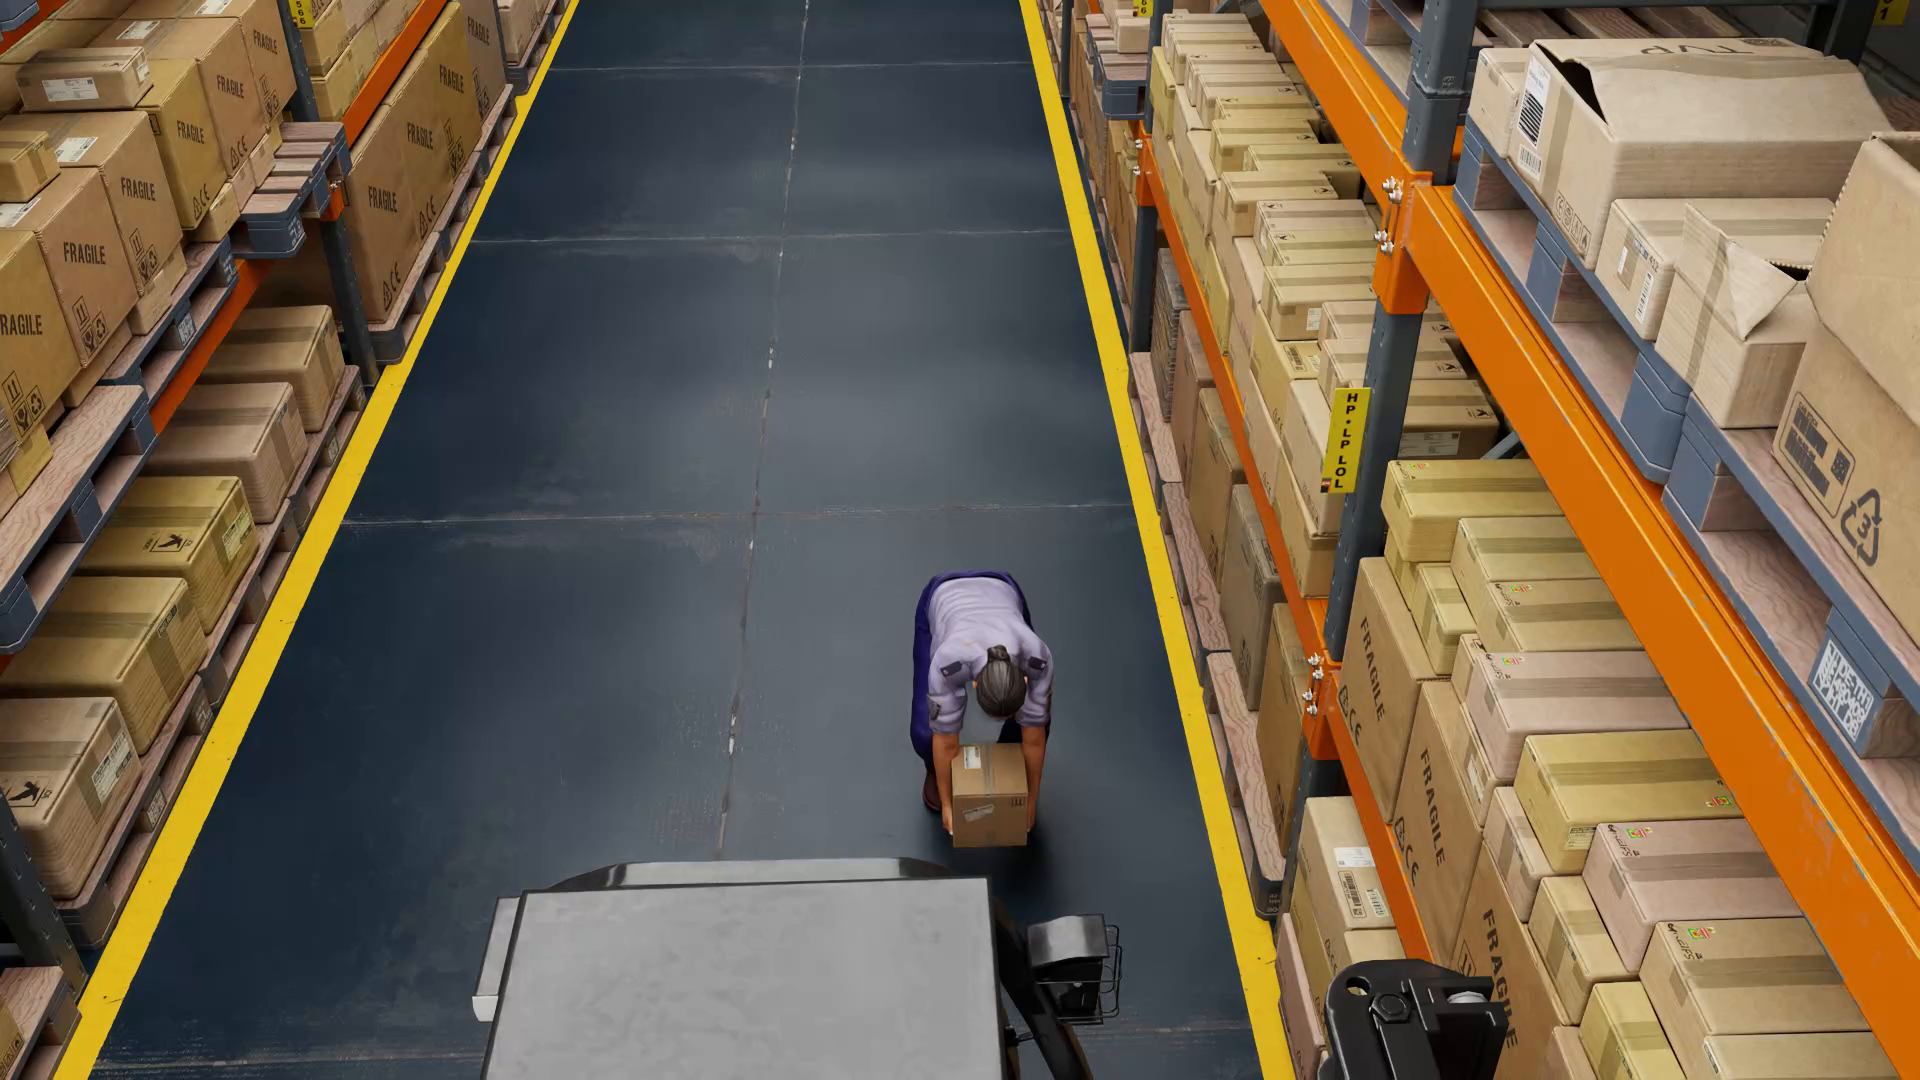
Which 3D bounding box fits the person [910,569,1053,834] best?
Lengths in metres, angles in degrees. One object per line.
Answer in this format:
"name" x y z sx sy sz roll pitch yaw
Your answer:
"person" 0.073 0.606 5.857 0.501 1.015 0.892 -3 36 -4
